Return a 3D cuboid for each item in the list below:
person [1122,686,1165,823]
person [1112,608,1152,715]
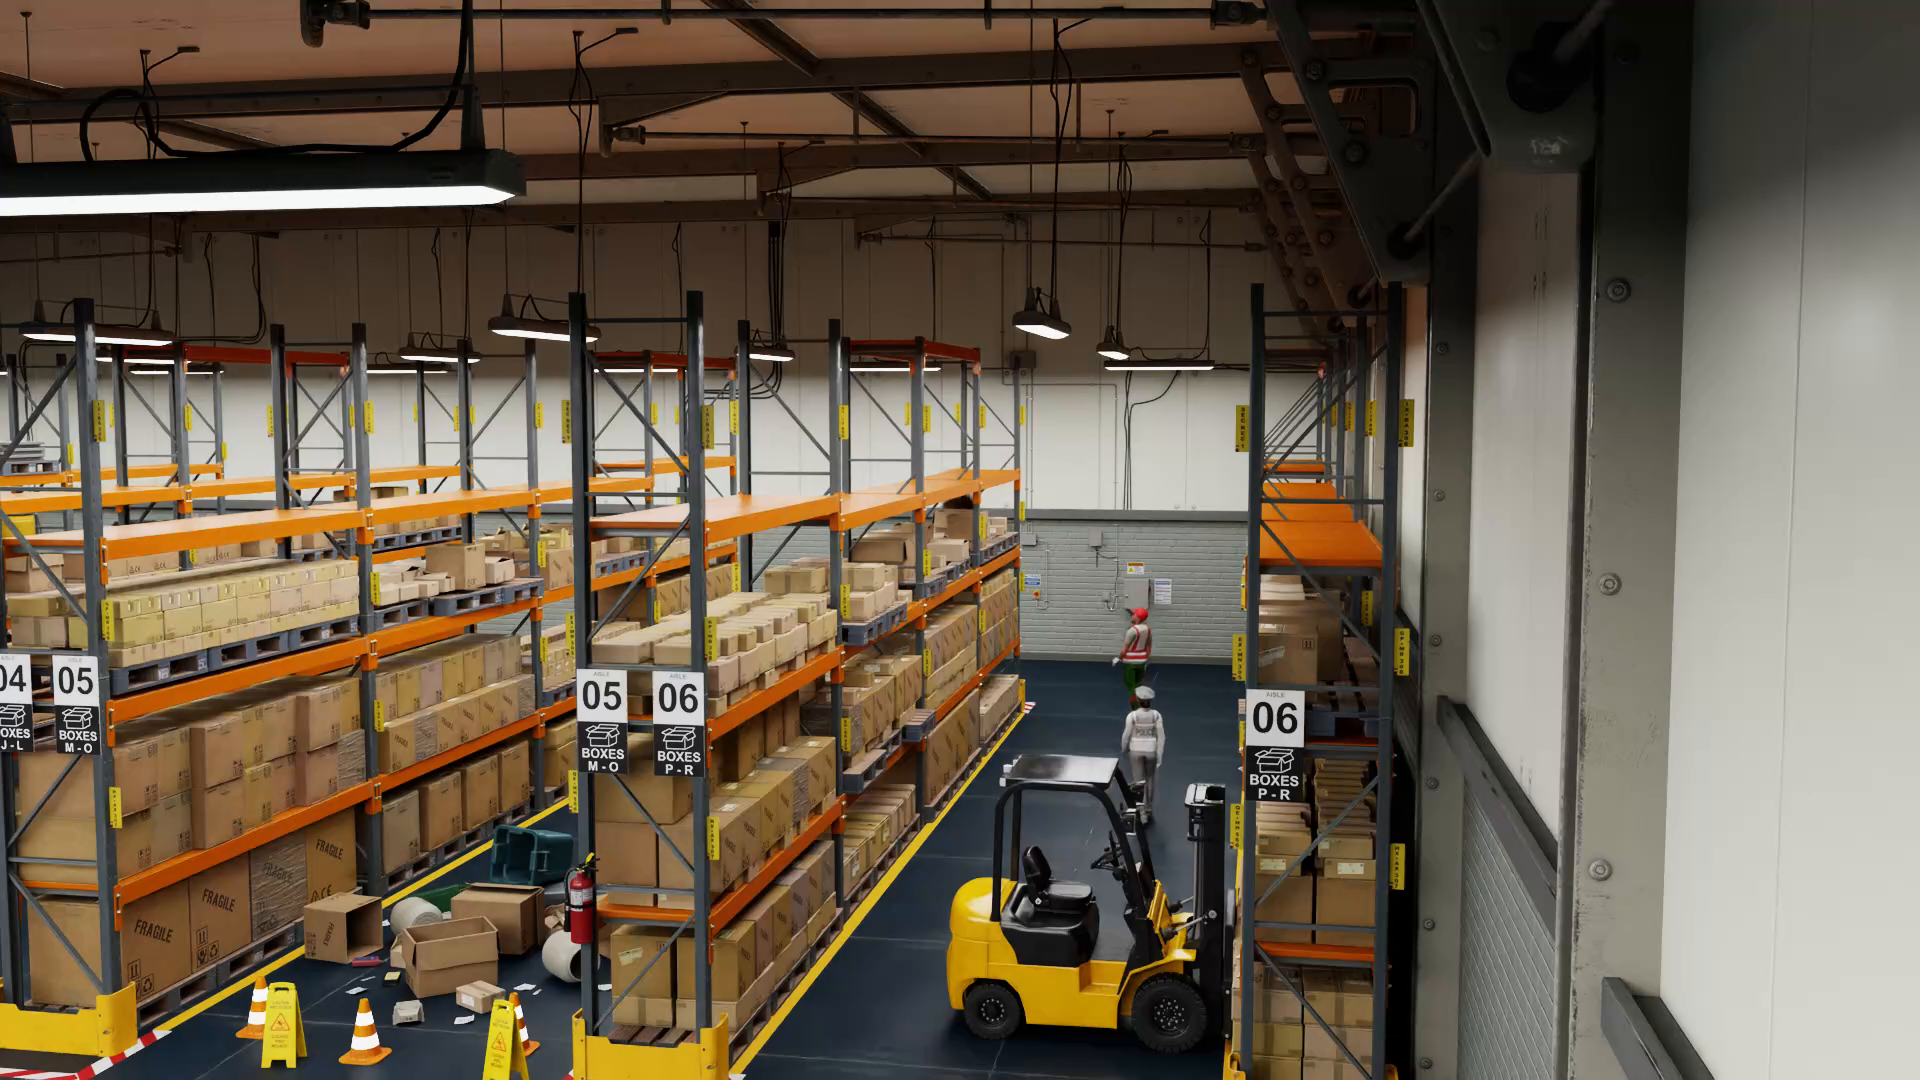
[{"bbox_3d":[2.281,2.653,20.679,0.500,1.704,0.730,0,5,-4],"label":"person"},{"bbox_3d":[2.748,1.962,26.378,0.622,1.805,0.514,-2,5,-21],"label":"person"}]
